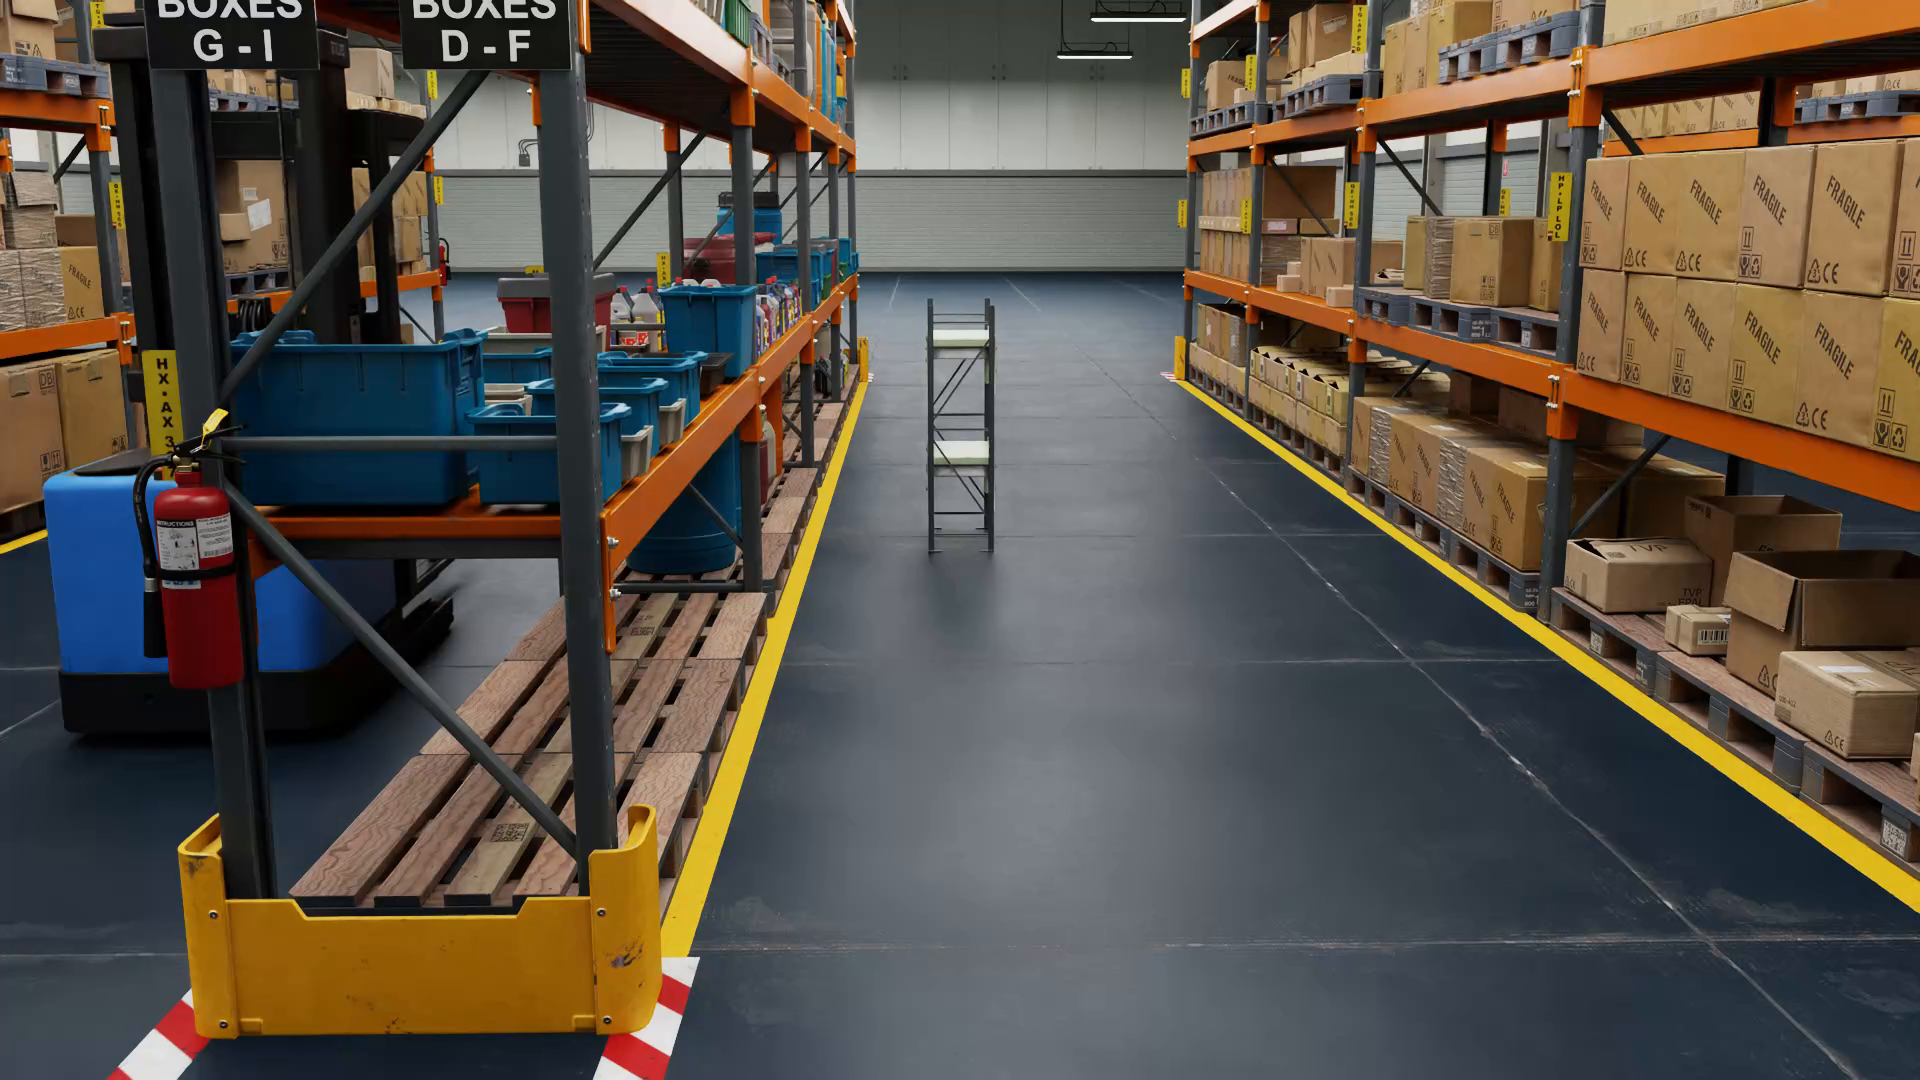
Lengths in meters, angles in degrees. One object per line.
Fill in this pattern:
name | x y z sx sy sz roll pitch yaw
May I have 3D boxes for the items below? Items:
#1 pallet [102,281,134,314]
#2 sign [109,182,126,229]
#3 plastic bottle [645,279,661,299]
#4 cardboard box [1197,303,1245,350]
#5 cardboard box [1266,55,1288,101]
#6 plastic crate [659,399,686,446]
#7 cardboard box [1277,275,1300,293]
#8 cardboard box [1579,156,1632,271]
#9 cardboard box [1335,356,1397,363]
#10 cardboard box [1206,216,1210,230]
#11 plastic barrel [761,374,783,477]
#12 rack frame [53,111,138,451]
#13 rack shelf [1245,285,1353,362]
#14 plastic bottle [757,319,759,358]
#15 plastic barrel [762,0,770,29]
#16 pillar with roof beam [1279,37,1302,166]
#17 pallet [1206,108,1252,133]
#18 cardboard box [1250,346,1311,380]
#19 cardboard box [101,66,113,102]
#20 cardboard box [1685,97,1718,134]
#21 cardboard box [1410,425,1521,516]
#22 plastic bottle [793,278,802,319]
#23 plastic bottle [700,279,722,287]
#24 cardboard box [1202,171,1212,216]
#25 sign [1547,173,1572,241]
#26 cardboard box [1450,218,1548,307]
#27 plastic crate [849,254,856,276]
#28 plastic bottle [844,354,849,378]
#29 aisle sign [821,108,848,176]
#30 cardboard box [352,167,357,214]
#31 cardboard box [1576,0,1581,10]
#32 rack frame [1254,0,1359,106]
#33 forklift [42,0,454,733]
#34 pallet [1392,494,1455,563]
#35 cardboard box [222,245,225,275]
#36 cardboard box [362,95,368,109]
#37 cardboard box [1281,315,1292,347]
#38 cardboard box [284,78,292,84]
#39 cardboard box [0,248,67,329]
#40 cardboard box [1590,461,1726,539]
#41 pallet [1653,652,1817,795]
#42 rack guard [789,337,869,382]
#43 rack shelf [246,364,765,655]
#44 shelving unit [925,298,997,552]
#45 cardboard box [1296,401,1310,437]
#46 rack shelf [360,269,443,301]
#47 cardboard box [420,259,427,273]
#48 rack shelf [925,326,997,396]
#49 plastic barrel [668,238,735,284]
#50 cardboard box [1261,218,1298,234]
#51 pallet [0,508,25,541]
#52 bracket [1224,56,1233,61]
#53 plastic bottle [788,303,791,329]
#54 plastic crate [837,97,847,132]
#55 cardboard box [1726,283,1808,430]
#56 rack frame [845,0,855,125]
pallet | -6.650 -1.850 12.617 1.213 0.211 1.003 0 11 -1
sign | -5.974 -2.373 11.802 0.100 0.325 0.005 0 11 -1
plastic bottle | -1.864 -1.404 10.061 0.144 0.351 0.185 0 11 -1
cardboard box | 3.011 -2.452 19.075 0.500 0.500 0.500 0 11 -1
cardboard box | 3.385 -4.761 17.270 0.797 0.503 0.637 1 12 5
plastic crate | -1.026 -0.383 5.413 0.250 0.136 0.298 0 11 -1
cardboard box | 3.106 -2.338 15.171 0.380 0.149 0.250 0 11 -1
cardboard box | 3.186 -1.492 7.603 0.500 0.500 0.500 0 11 0
cardboard box | 3.612 -1.489 14.805 0.500 0.311 0.500 0 11 -1
cardboard box | 3.014 -3.619 18.971 0.380 0.149 0.250 0 11 -1
plastic barrel | -1.550 -0.868 11.698 0.600 0.830 0.708 0 11 -1
rack frame | -6.529 -1.803 11.902 1.000 3.000 0.127 0 11 -1
rack shelf | 3.334 -1.888 14.130 1.077 0.370 4.000 0 11 -1
plastic bottle | -1.078 -1.072 8.593 0.061 0.283 0.133 0 11 -1
plastic barrel | -1.569 -3.597 11.064 0.600 0.830 0.708 0 11 -1
pillar with roof beam | 4.242 -11.012 42.206 9.100 9.000 0.548 0 11 -1
pallet | 3.227 -4.476 17.757 1.003 0.211 1.213 0 11 -1
cardboard box | 3.052 -1.688 15.784 0.500 0.311 0.500 0 11 -1
cardboard box | -6.284 -3.294 12.085 0.500 0.250 0.500 0 11 0
cardboard box | 7.940 -4.498 17.340 0.500 0.500 0.500 -1 11 -3
cardboard box | 3.137 -0.434 10.336 0.500 0.500 0.500 -1 11 -3
plastic bottle | -1.142 -1.688 11.626 0.061 0.283 0.133 0 11 -1
plastic bottle | -1.739 -1.676 11.587 0.152 0.276 0.135 0 11 -1
cardboard box | 3.208 -4.015 19.289 0.700 0.500 0.500 0 11 -1
sign | 2.903 -1.612 8.050 0.100 0.325 0.005 0 11 -1
cardboard box | 3.360 -1.654 9.858 0.700 0.500 0.500 -3 12 -16
plastic crate | -1.425 -3.113 18.735 0.499 0.251 0.408 0 11 -1
plastic bottle | -1.289 -1.881 18.030 0.152 0.276 0.135 0 11 -1
aisle sign | -1.447 -4.703 19.659 0.394 0.787 0.004 0 11 -1
cardboard box | -6.379 -3.473 16.619 0.500 0.500 0.500 0 11 -1
cardboard box | 3.521 -2.922 8.315 0.600 0.600 0.600 -1 12 -7
rack frame | 3.292 -5.578 15.422 1.000 3.000 0.127 0 11 -1
forklift | -3.081 -0.917 7.708 1.130 2.935 3.031 -1 11 -3
pallet | 3.375 -0.086 10.452 1.003 0.211 1.213 0 11 -1
cardboard box | -6.334 -2.269 13.522 0.500 0.250 0.500 -1 11 -3
cardboard box | -6.415 -4.566 17.352 0.380 0.149 0.250 0 11 0
cardboard box | 3.578 -2.057 17.126 0.500 0.500 0.500 0 11 -1
cardboard box | -6.934 -5.007 17.893 0.500 0.500 0.500 0 11 -1
cardboard box | -6.267 -1.656 10.925 0.500 0.500 0.500 0 11 -2
cardboard box | 3.691 -0.136 8.864 0.500 0.500 0.500 -1 11 -4
pallet | 3.499 0.699 6.586 1.003 0.211 1.213 0 11 -1
rack guard | -1.694 -2.174 20.016 1.175 0.500 0.348 0 11 -1
rack shelf | -1.453 -0.278 6.195 1.077 0.370 4.000 0 11 -1
shelving unit | 0.000 -0.736 10.417 0.431 1.500 0.755 0 11 -1
cardboard box | 3.099 -1.007 13.839 0.500 0.250 0.500 0 11 0
rack shelf | -6.653 -2.643 17.853 1.077 0.370 4.000 0 11 -1
cardboard box | -6.482 -3.214 19.491 0.380 0.149 0.250 0 11 -1
rack shelf | 0.000 -1.119 10.339 0.431 0.370 0.720 0 11 -1
plastic barrel | -1.890 -1.981 12.438 0.600 0.536 0.708 0 11 -1
cardboard box | 3.073 -3.058 16.206 0.380 0.149 0.250 0 11 -1
pallet | -6.566 -0.037 10.213 1.003 0.211 1.213 0 11 -1
bracket | 8.021 -14.421 49.957 0.076 0.066 3.189 0 11 -1
plastic bottle | -1.141 -1.462 10.723 0.097 0.201 0.097 0 11 0
plastic crate | -1.402 -4.498 17.682 0.392 0.384 0.575 0 11 -1
cardboard box | 3.230 -0.692 6.175 0.500 0.500 0.500 0 11 -2
rack frame | -1.743 -6.354 19.245 1.000 3.000 0.127 0 11 -1
